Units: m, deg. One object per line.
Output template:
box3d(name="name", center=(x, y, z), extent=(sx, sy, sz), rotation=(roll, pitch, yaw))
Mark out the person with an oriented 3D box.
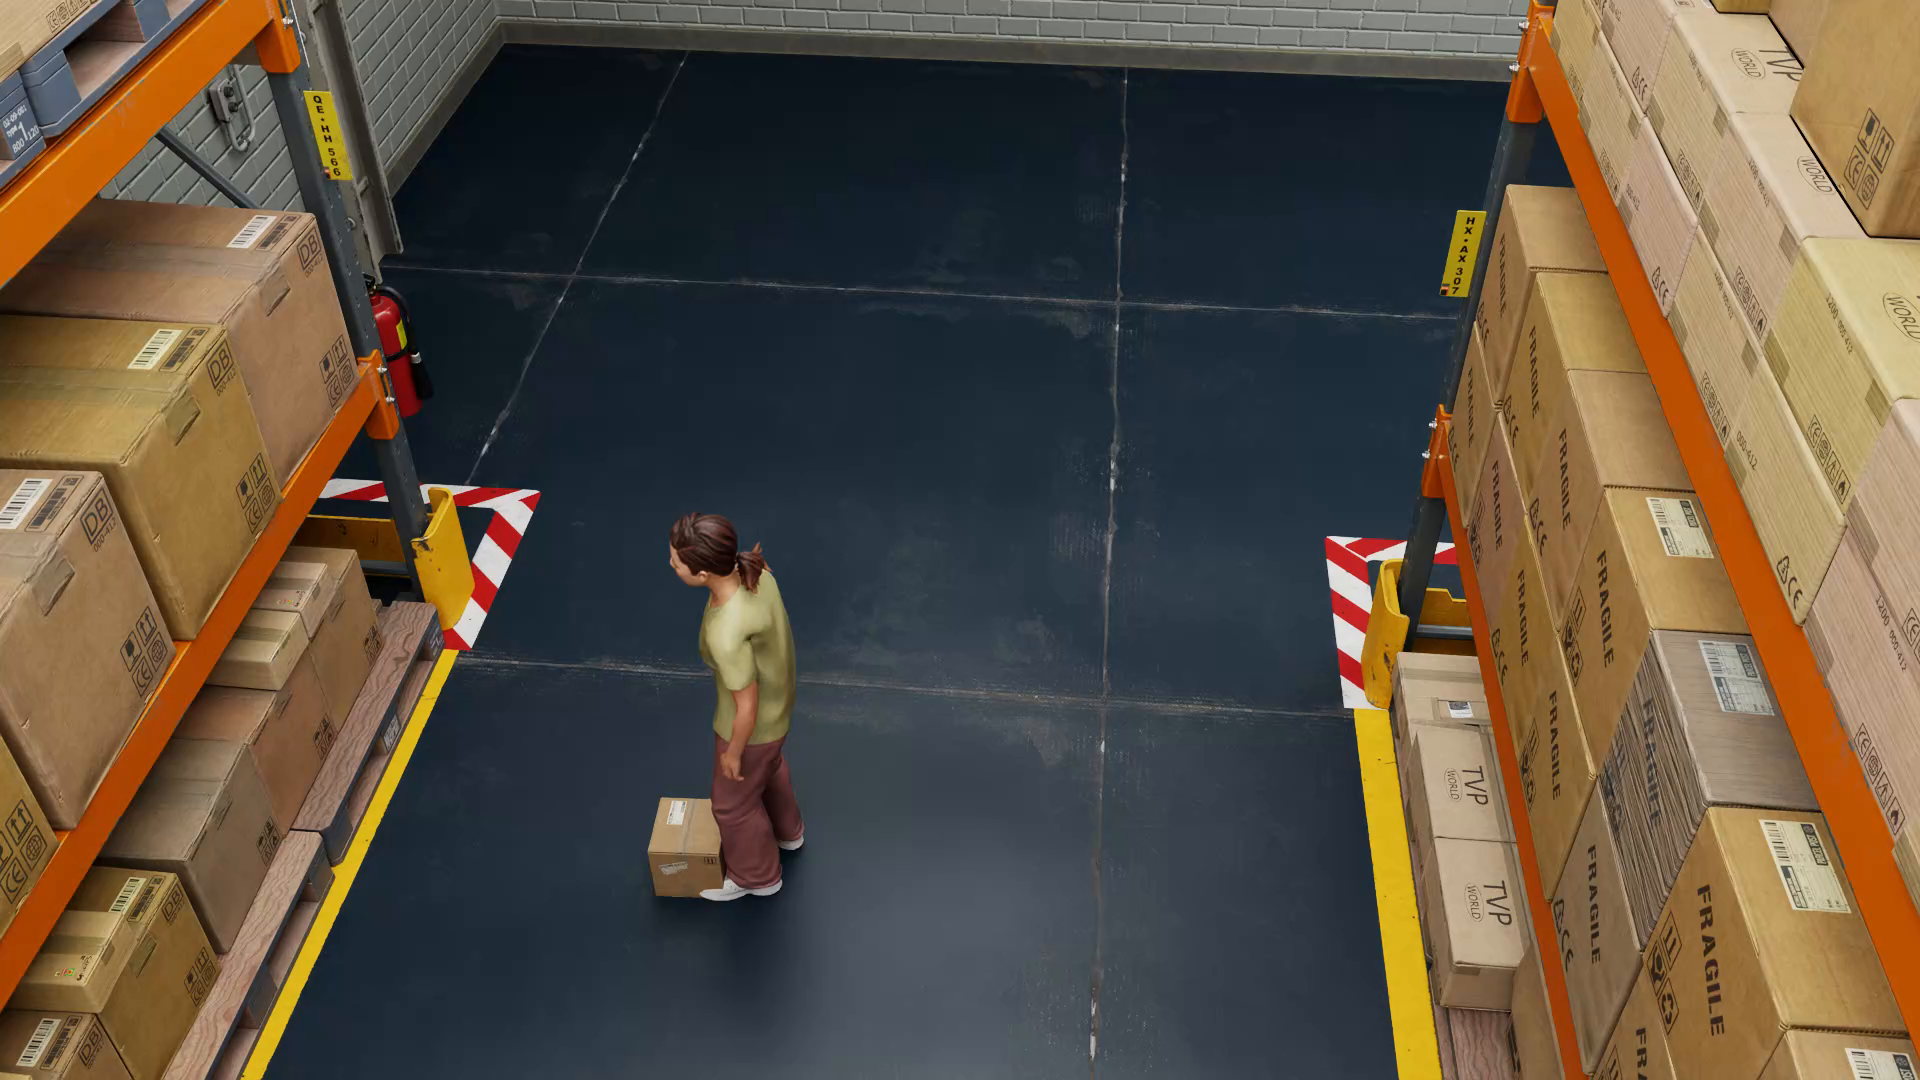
box3d(name="person", center=(-0.736, 0.565, 5.488), extent=(0.405, 1.673, 0.502), rotation=(3, 40, 3))
